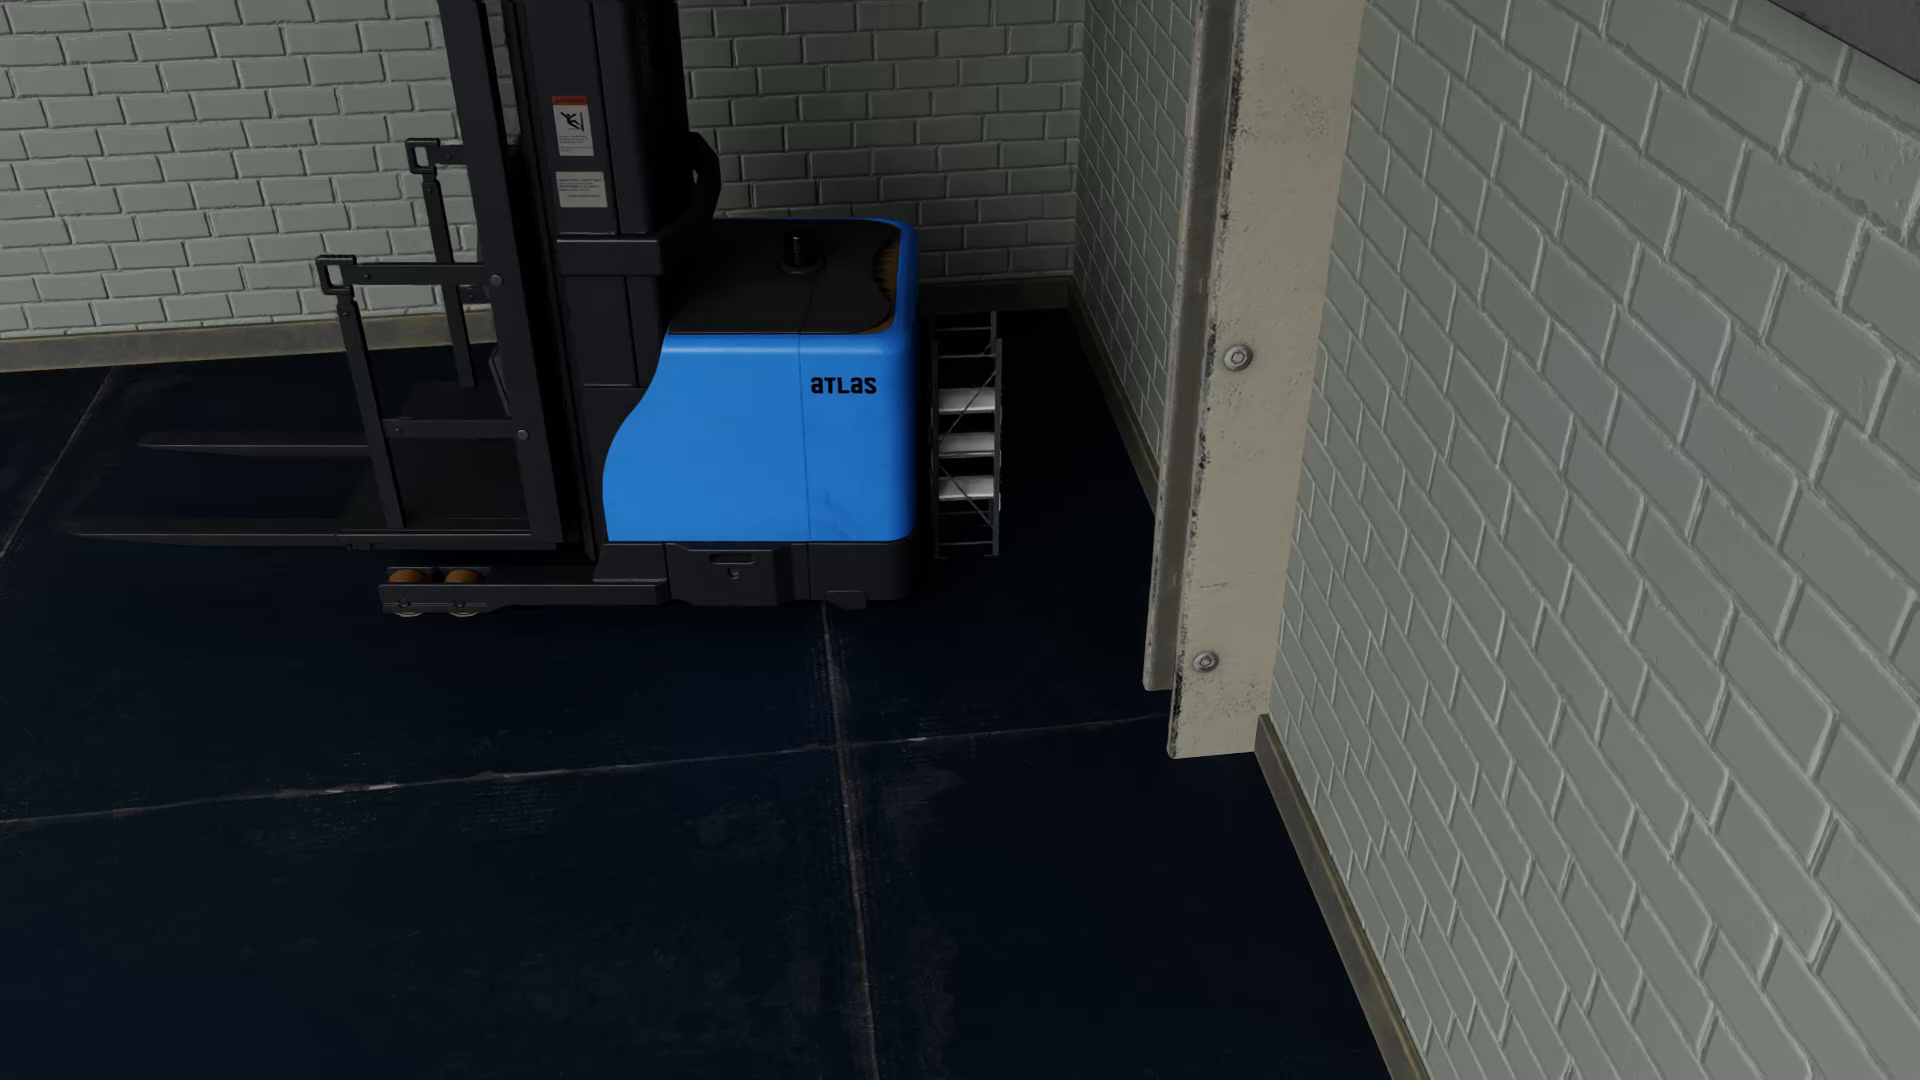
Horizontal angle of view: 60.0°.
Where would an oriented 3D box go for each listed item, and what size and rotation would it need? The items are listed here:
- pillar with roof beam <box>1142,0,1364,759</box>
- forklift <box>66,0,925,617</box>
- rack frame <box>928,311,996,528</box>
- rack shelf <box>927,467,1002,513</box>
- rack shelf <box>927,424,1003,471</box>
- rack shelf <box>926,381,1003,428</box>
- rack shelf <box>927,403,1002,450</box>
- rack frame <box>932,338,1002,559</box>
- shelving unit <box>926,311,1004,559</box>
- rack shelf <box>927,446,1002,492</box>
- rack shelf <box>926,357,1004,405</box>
[{"bbox_3d":[-3.477,-2.826,2.405,9.100,9.000,0.400,-4,35,-6],"label":"pillar with roof beam"},{"bbox_3d":[-1.655,-1.239,5.465,3.031,2.935,1.130,0,34,0],"label":"forklift"},{"bbox_3d":[0.008,-0.423,6.071,0.240,0.900,0.006,-2,34,-4],"label":"rack frame"},{"bbox_3d":[0.015,-0.190,6.108,0.258,0.077,0.200,-2,34,-4],"label":"rack shelf"},{"bbox_3d":[0.015,-0.338,6.006,0.258,0.077,0.200,-2,34,-4],"label":"rack shelf"},{"bbox_3d":[0.016,-0.487,5.905,0.258,0.077,0.200,-2,34,-4],"label":"rack shelf"},{"bbox_3d":[0.015,-0.413,5.956,0.258,0.077,0.200,-2,34,-4],"label":"rack shelf"},{"bbox_3d":[0.023,-0.309,5.904,0.240,0.900,0.006,-2,34,-4],"label":"rack frame"},{"bbox_3d":[0.015,-0.366,5.988,0.258,0.900,0.210,-2,34,-4],"label":"shelving unit"},{"bbox_3d":[0.015,-0.264,6.057,0.258,0.077,0.200,-2,34,-4],"label":"rack shelf"},{"bbox_3d":[0.016,-0.562,5.854,0.258,0.077,0.200,-2,34,-4],"label":"rack shelf"}]
